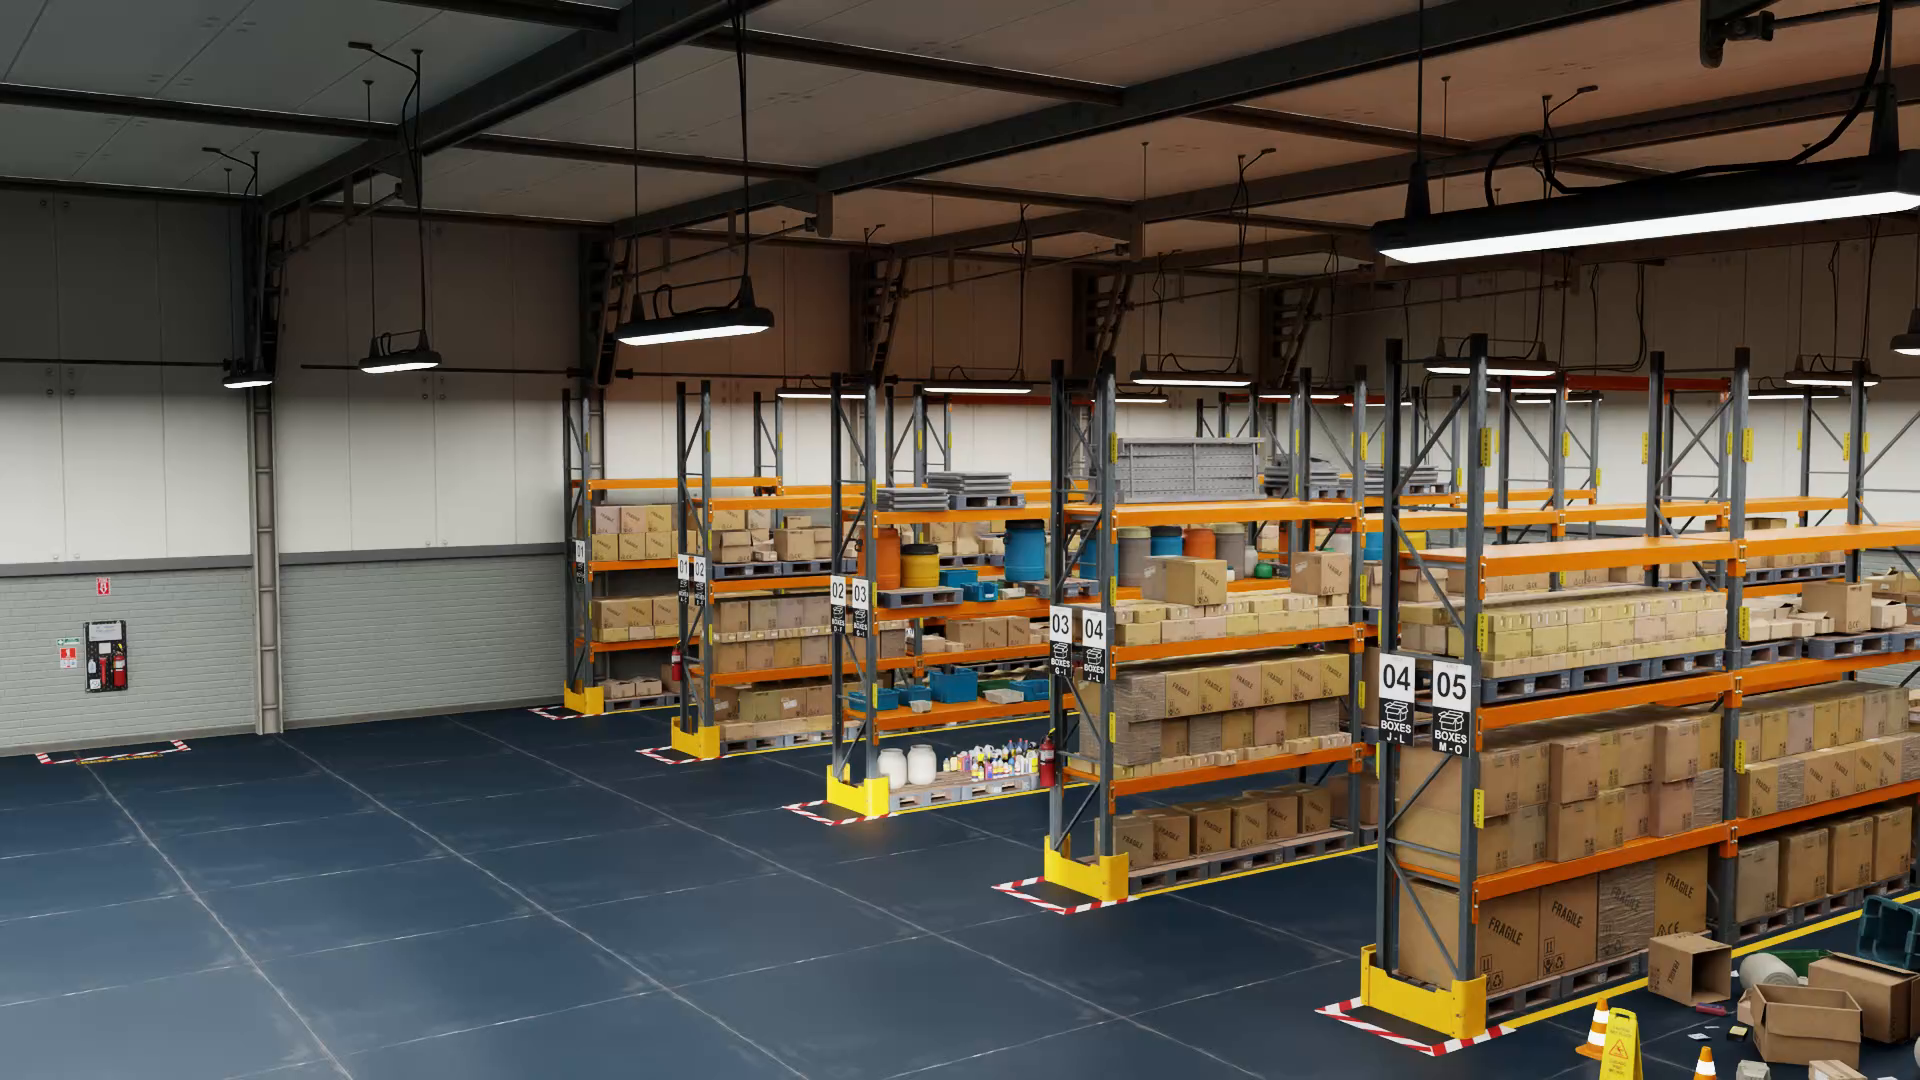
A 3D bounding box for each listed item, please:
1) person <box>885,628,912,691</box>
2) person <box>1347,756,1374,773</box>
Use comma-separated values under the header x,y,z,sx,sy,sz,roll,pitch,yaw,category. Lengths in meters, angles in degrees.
x,y,z,sx,sy,sz,roll,pitch,yaw,category
-1.187,2.241,32.812,0.564,1.656,0.593,2,4,24,person
5.692,2.828,23.725,1.014,1.625,0.586,-2,4,-30,person
